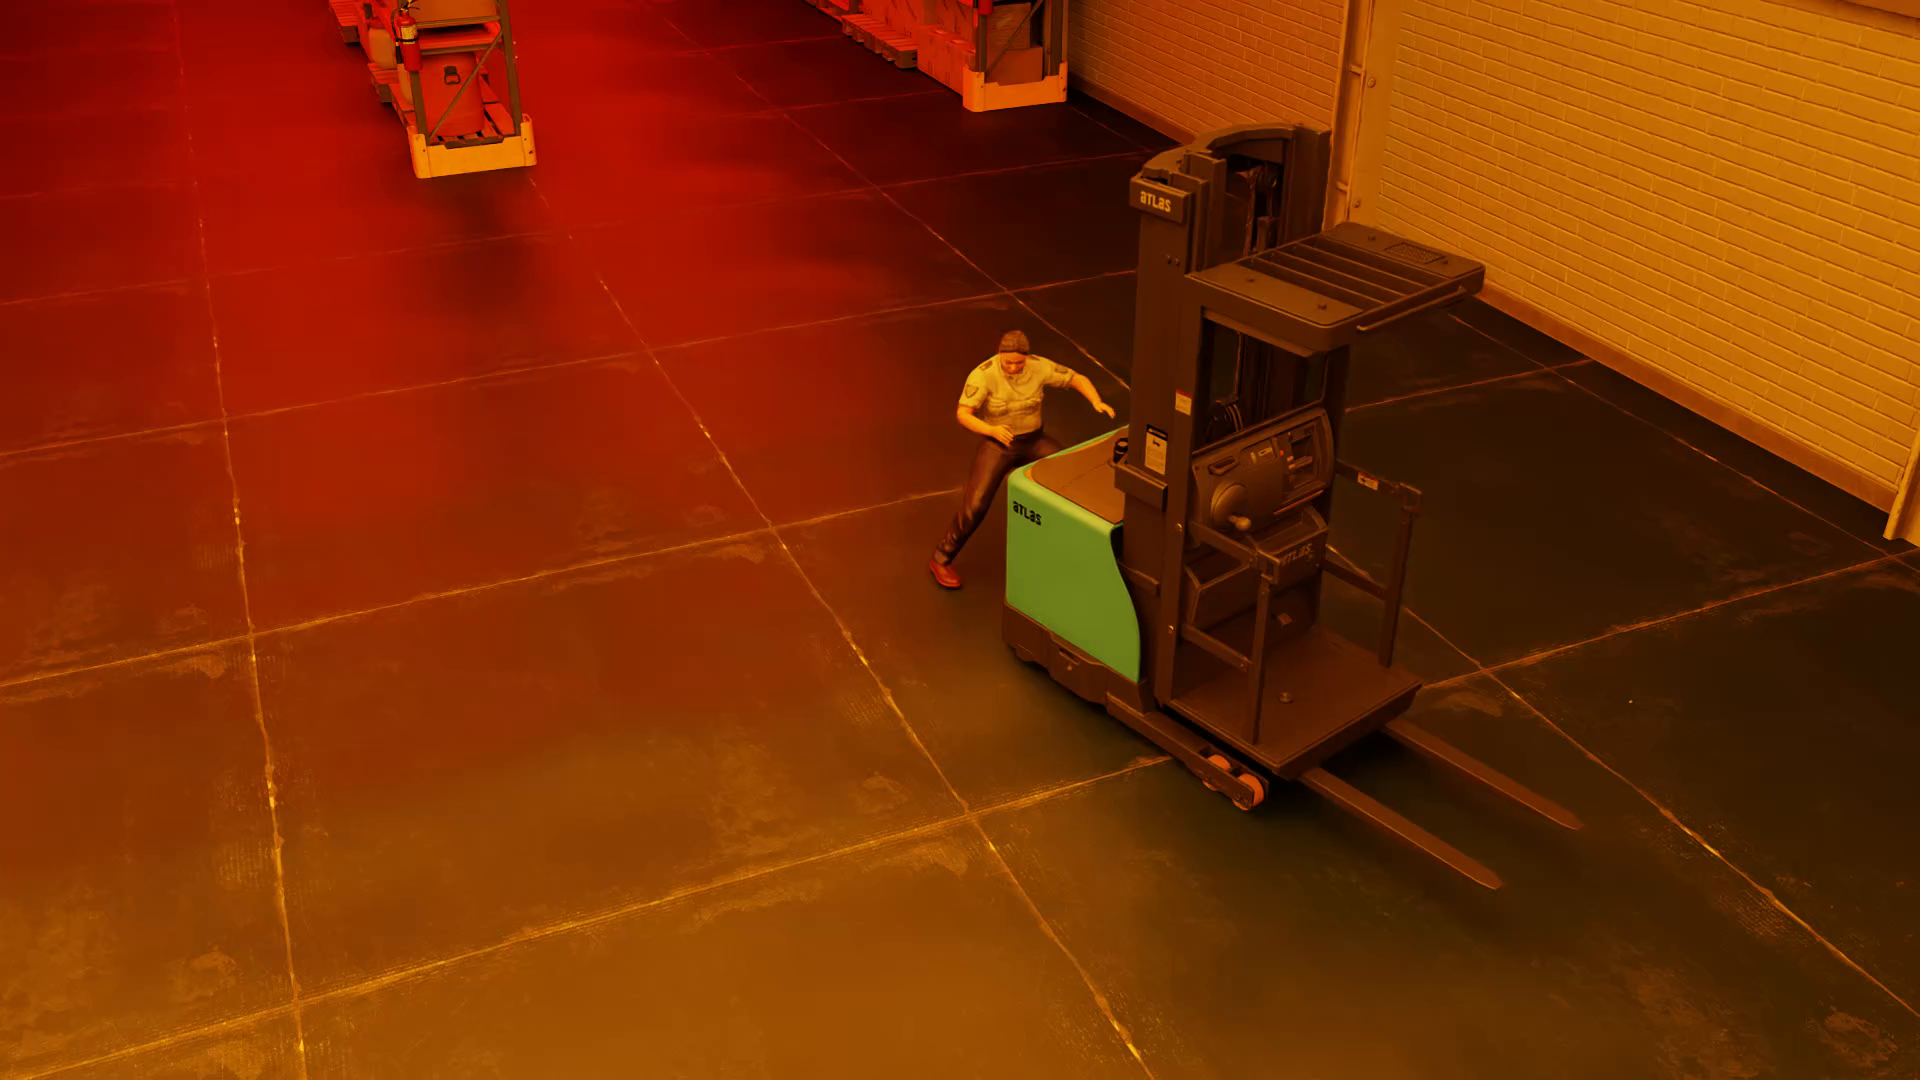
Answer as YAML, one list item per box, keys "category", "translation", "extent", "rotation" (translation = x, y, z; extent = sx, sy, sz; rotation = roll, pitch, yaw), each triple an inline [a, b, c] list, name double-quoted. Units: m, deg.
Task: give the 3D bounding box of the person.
- category: "person"
  translation: [0.364, -0.509, 9.526]
  extent: [1.114, 1.426, 0.660]
  rotation: [-5, 30, -9]

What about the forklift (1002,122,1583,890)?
- category: "forklift"
  translation: [1.556, -0.282, 7.613]
  extent: [1.130, 2.935, 3.031]
  rotation: [-22, 37, -34]
